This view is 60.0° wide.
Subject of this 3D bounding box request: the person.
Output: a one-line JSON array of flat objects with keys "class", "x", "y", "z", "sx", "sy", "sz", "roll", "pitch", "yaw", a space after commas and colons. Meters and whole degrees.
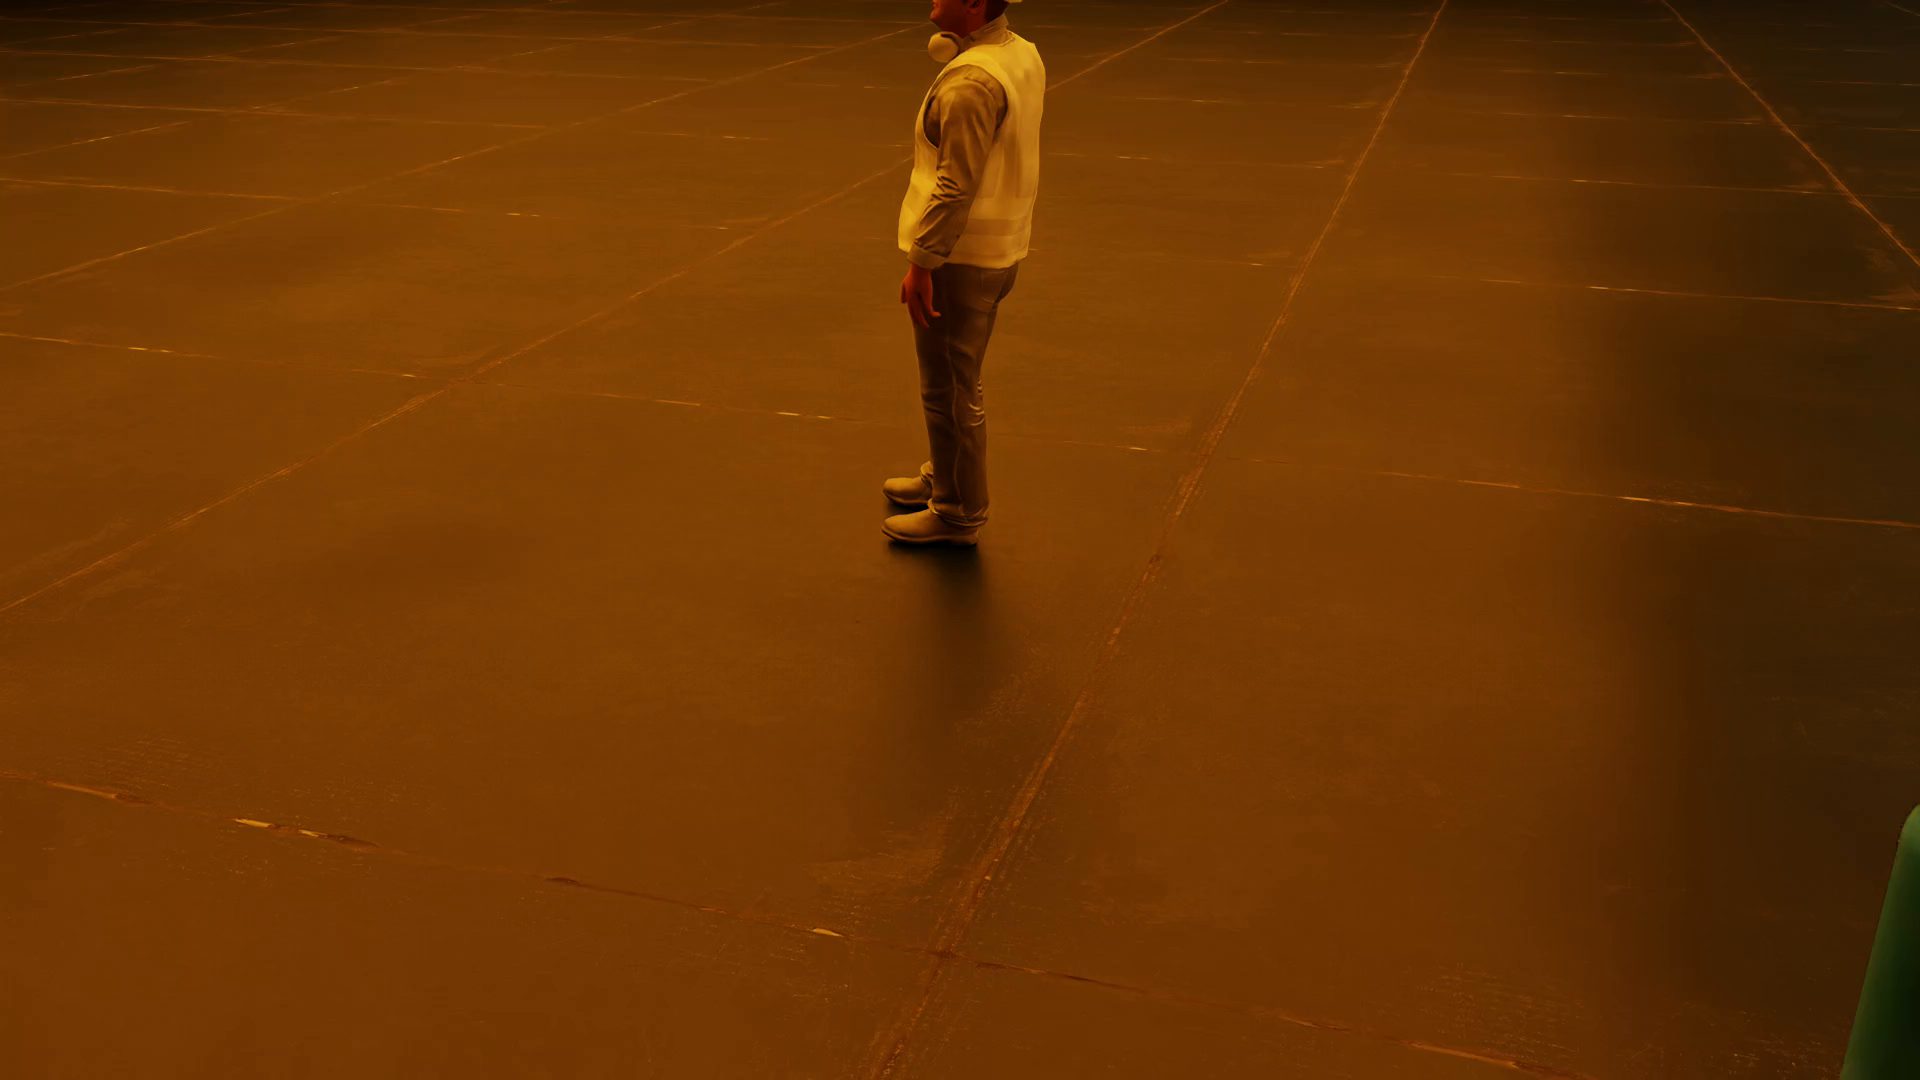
[{"class": "person", "x": -0.058, "y": -0.836, "z": 4.803, "sx": 0.566, "sy": 1.775, "sz": 0.633, "roll": 7, "pitch": 23, "yaw": 16}]
